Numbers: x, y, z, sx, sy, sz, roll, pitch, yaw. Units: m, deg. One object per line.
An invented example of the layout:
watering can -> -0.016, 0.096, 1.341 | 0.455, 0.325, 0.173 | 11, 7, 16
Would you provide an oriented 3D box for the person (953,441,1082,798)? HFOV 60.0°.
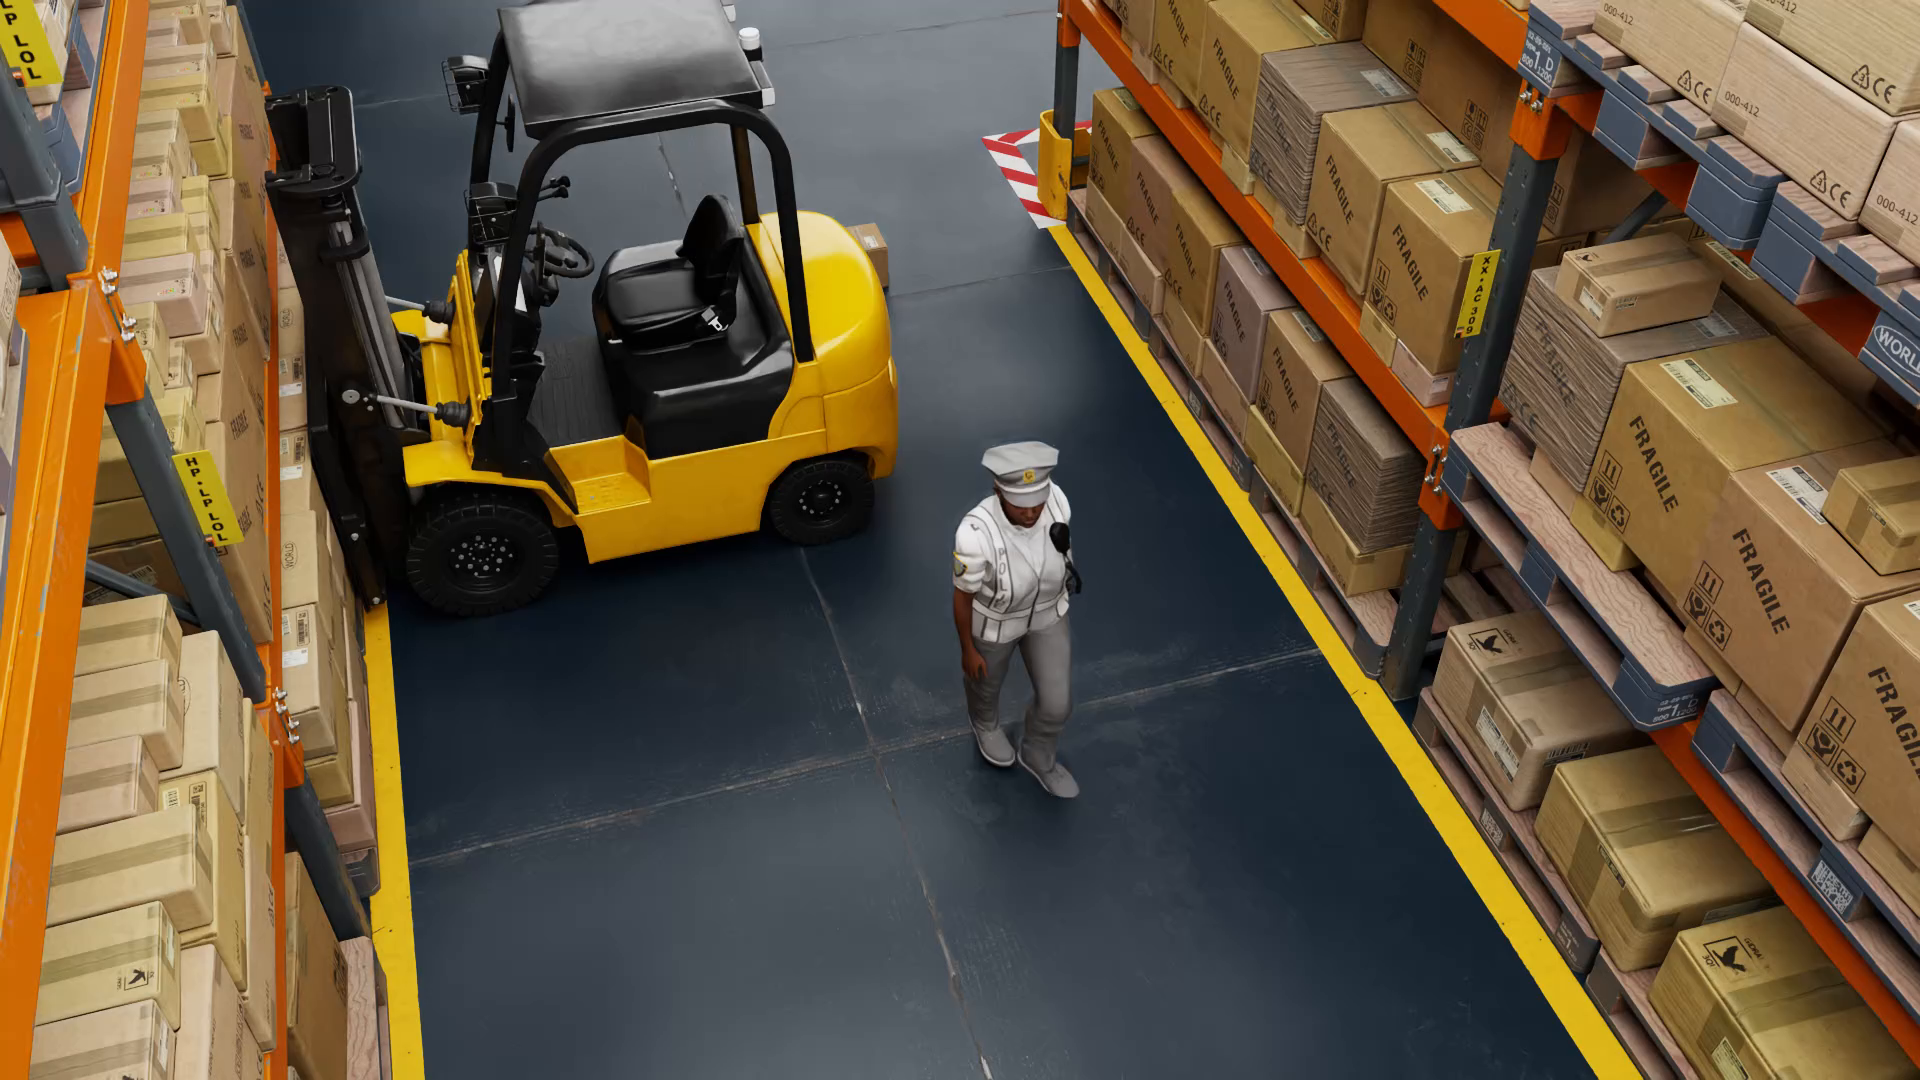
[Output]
person -> 0.166, 0.271, 5.881 | 0.475, 1.728, 0.511 | -16, 45, -16
